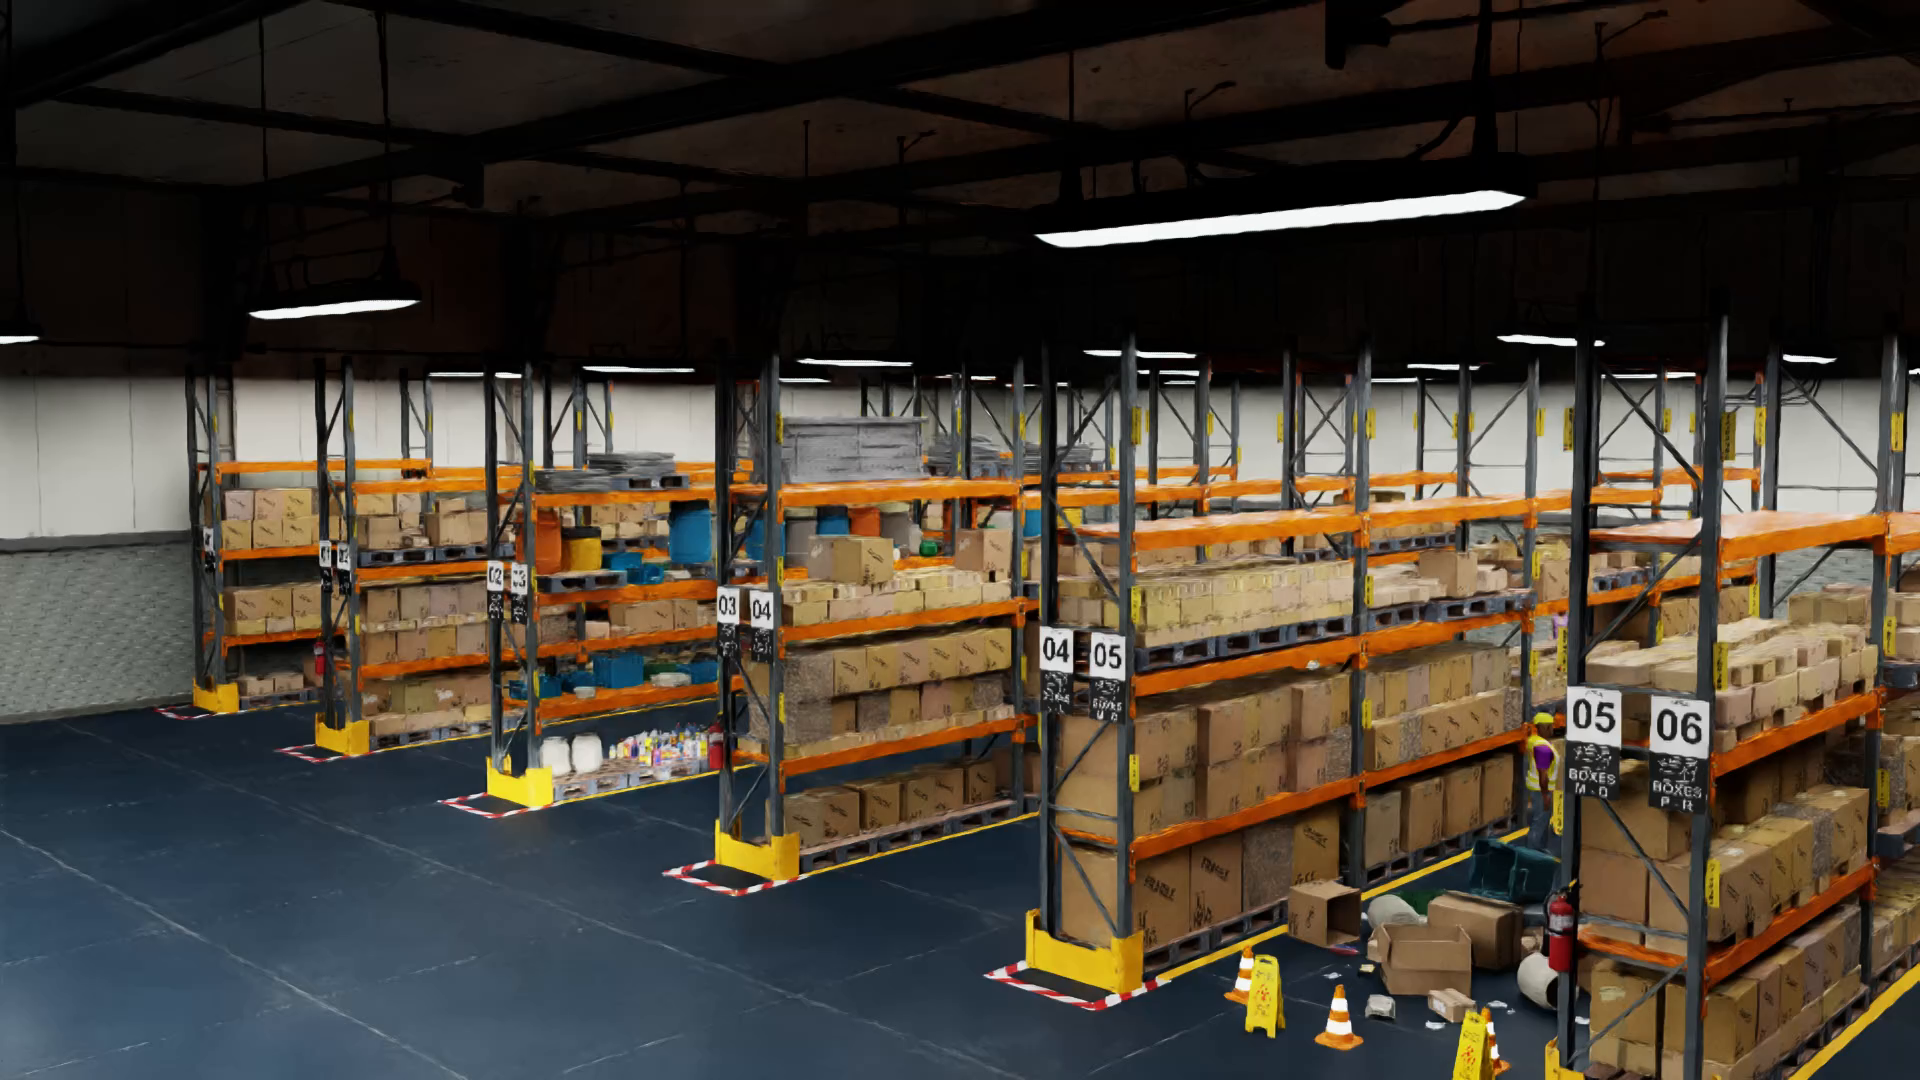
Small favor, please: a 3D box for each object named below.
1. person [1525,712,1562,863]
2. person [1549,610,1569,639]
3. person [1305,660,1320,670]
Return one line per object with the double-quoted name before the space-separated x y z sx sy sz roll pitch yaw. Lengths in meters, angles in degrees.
"person" 6.637 2.823 18.830 0.453 1.768 0.632 1 5 14
"person" 11.538 1.945 31.927 0.411 1.525 0.957 3 5 35
"person" 5.178 2.510 24.167 0.481 1.583 1.093 4 6 41
